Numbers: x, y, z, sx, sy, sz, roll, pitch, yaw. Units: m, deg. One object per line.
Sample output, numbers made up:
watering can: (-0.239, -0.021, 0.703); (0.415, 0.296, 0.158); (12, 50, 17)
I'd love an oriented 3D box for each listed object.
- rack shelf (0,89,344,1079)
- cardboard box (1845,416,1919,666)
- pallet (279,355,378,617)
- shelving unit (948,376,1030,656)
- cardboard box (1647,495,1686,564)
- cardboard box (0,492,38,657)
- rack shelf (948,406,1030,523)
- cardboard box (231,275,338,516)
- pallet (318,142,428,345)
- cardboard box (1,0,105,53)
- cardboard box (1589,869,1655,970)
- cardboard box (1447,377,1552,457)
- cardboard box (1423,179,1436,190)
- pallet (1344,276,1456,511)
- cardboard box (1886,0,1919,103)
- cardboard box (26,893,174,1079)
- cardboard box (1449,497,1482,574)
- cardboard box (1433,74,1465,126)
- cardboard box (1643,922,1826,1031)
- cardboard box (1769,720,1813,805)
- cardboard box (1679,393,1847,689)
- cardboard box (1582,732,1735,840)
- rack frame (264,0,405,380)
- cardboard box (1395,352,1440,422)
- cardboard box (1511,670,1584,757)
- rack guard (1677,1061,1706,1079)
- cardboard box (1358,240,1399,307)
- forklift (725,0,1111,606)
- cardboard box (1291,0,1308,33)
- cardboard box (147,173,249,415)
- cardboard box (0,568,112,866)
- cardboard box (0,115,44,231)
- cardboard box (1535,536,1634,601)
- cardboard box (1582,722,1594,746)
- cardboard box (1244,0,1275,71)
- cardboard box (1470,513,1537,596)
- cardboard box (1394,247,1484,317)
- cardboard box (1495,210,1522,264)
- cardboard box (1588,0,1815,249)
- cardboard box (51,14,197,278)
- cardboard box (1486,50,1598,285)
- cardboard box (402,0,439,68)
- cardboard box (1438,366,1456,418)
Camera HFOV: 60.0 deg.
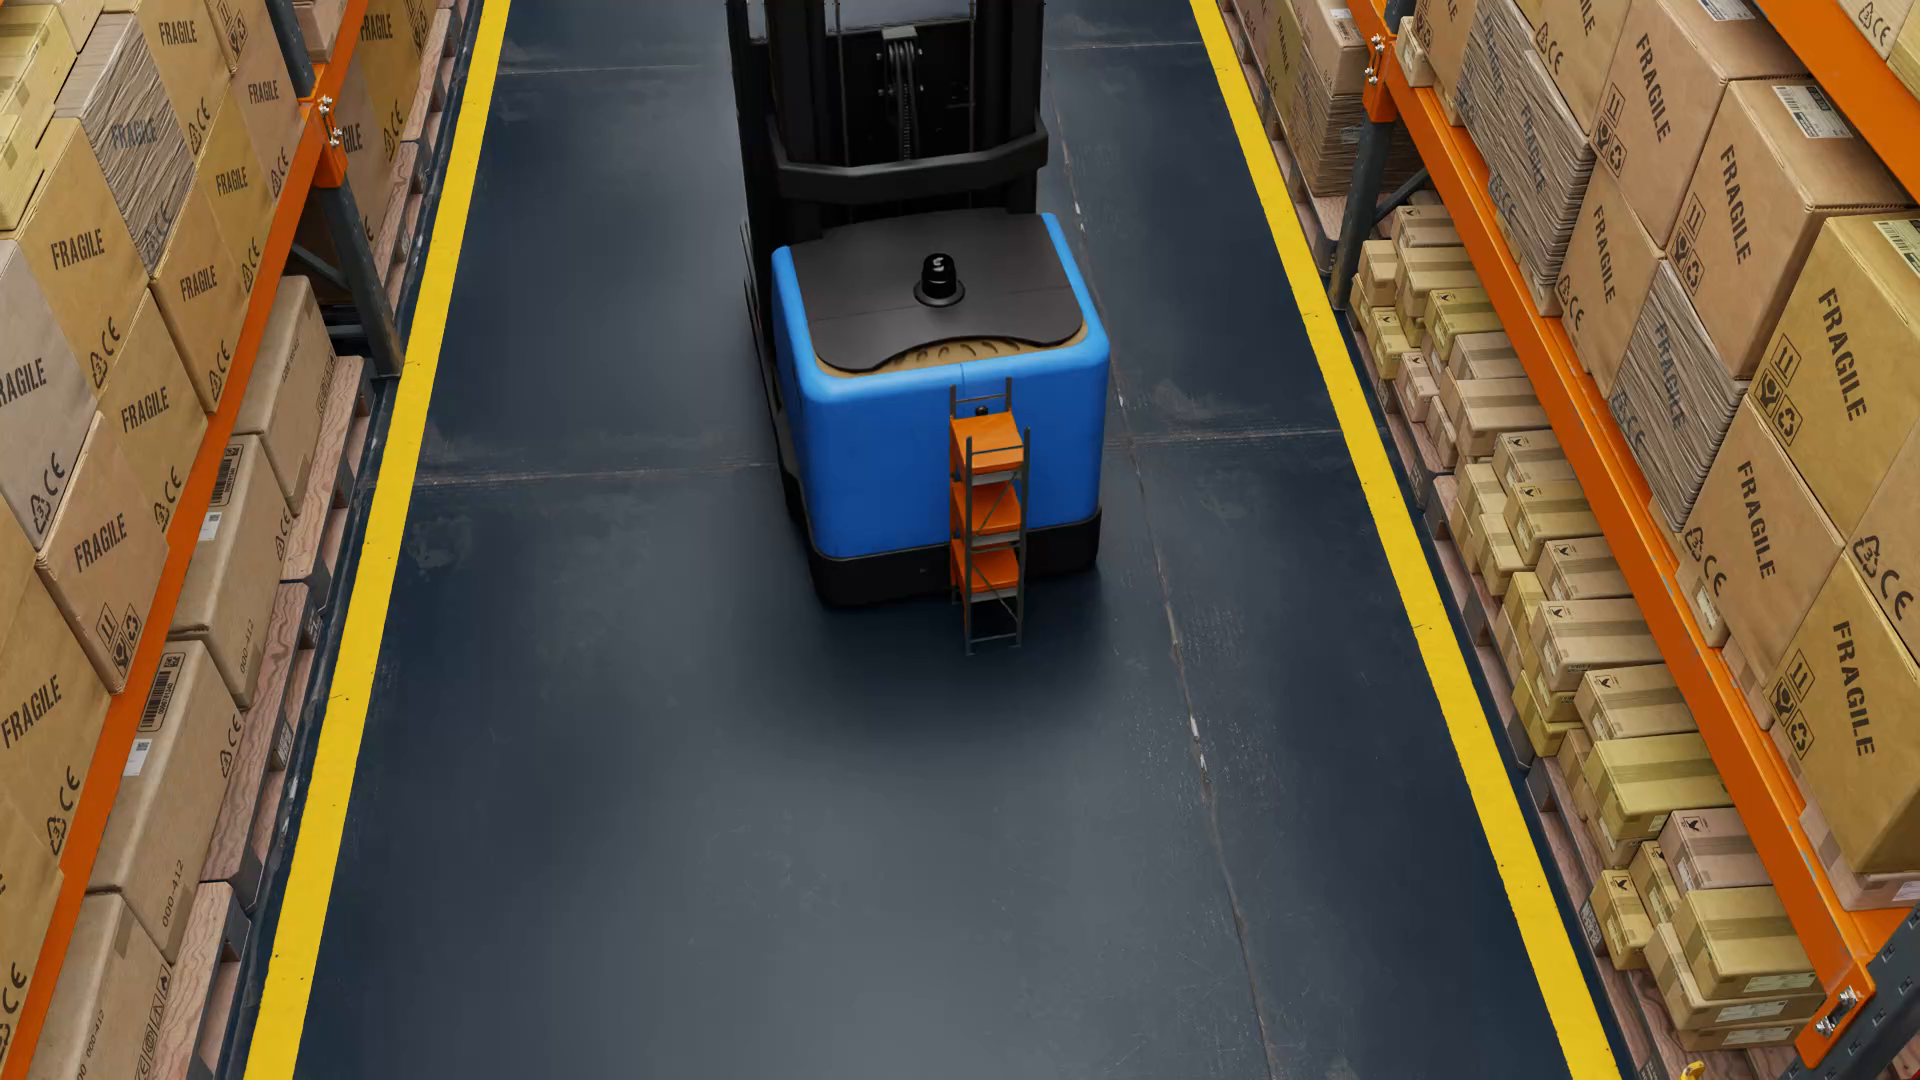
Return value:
rack shelf: (-2.650, -0.020, 4.699); (1.077, 0.370, 4.000); (-3, 47, -3)
cardboard box: (2.156, 0.009, 3.213); (0.500, 0.500, 0.500); (-4, 47, -4)
pallet: (-2.831, -0.201, 6.295); (1.003, 0.211, 1.213); (-3, 47, -3)
shelving unit: (0.092, -0.056, 5.580); (0.215, 1.050, 0.252); (-9, 47, -8)
cardboard box: (2.076, -0.065, 4.419); (0.380, 0.149, 0.250); (-5, 47, -5)
cardboard box: (-2.289, 0.063, 3.367); (0.500, 0.500, 0.500); (-5, 47, -4)
rack shelf: (0.092, -0.244, 5.382); (0.215, 0.259, 0.240); (-9, 47, -8)
cardboard box: (-2.871, -0.517, 6.149); (0.875, 0.438, 0.875); (-4, 47, -4)
pallet: (-2.957, -1.309, 7.345); (1.003, 0.211, 1.213); (-3, 47, -3)
cardboard box: (-2.453, -1.373, 4.280); (0.380, 0.149, 0.250); (-4, 47, -4)
cardboard box: (2.068, 1.093, 4.823); (0.380, 0.149, 0.250); (-2, 47, -2)
cardboard box: (1.948, -0.436, 5.862); (0.380, 0.149, 0.250); (-3, 47, -2)
cardboard box: (2.310, -1.924, 7.439); (0.500, 0.500, 0.500); (-2, 47, -2)
pallet: (2.199, -0.646, 6.716); (1.003, 0.211, 1.213); (-3, 47, -3)
cardboard box: (2.090, -0.856, 3.032); (0.500, 0.250, 0.500); (-3, 47, -3)
cardboard box: (-2.637, 1.445, 4.291); (0.875, 0.438, 0.875); (-5, 47, -5)
cardboard box: (1.967, -0.033, 5.890); (0.380, 0.149, 0.250); (-5, 47, -4)
cardboard box: (1.900, -1.595, 5.868); (0.380, 0.149, 0.250); (-2, 47, -2)
cardboard box: (2.113, 1.175, 4.541); (0.380, 0.149, 0.250); (-5, 47, -4)
cardboard box: (2.150, 0.491, 3.892); (0.380, 0.149, 0.250); (-4, 47, -3)
cardboard box: (2.110, -0.014, 3.923); (0.500, 0.500, 0.500); (-4, 47, -4)
cardboard box: (2.033, 0.704, 4.782); (0.380, 0.149, 0.250); (-4, 47, -4)
rack frame: (-2.817, -1.715, 5.808); (1.000, 3.000, 0.127); (-3, 47, -3)
cardboard box: (1.912, -0.600, 6.427); (0.380, 0.149, 0.250); (-4, 47, -3)
cardboard box: (2.014, 0.538, 5.349); (0.380, 0.149, 0.250); (-5, 47, -5)
rack guard: (2.436, 1.610, 4.381); (1.175, 0.500, 0.348); (-3, 47, -3)
cardboard box: (1.819, -1.073, 6.670); (0.380, 0.149, 0.250); (-2, 47, -1)
forklift: (-0.304, -1.862, 5.995); (1.130, 2.935, 3.031); (-9, 47, -8)
cardboard box: (1.763, -2.528, 7.494); (0.500, 0.250, 0.500); (-1, 47, -1)
cardboard box: (-2.418, -0.694, 4.773); (0.500, 0.500, 0.500); (-4, 47, -4)
cardboard box: (-2.306, 0.416, 3.721); (0.500, 0.500, 0.500); (-4, 47, -4)
cardboard box: (-2.324, -0.820, 3.756); (0.380, 0.149, 0.250); (-5, 47, -4)
cardboard box: (2.085, 0.125, 5.331); (0.380, 0.149, 0.250); (-5, 47, -5)
cardboard box: (2.148, 0.598, 5.087); (0.380, 0.149, 0.250); (-4, 47, -4)
cardboard box: (1.713, -2.636, 8.113); (0.500, 0.500, 0.500); (-4, 47, -4)
cardboard box: (1.958, 0.041, 5.615); (0.380, 0.149, 0.250); (-3, 47, -3)
cardboard box: (1.894, -0.993, 6.389); (0.380, 0.149, 0.250); (-1, 47, -1)
cardboard box: (1.948, -1.022, 5.325); (0.380, 0.149, 0.250); (-3, 47, -3)
cardboard box: (2.013, -1.116, 4.278); (0.500, 0.500, 0.500); (-5, 47, -5)
cardboard box: (-2.416, -1.033, 4.405); (0.500, 0.500, 0.500); (-3, 47, -3)
cardboard box: (1.952, -1.127, 4.978); (0.500, 0.500, 0.500); (-4, 47, -4)
cardboard box: (-3.106, -2.872, 8.078); (0.875, 0.875, 0.875); (-3, 47, -3)
cardboard box: (2.005, -0.526, 6.152); (0.380, 0.149, 0.250); (-6, 47, -5)
